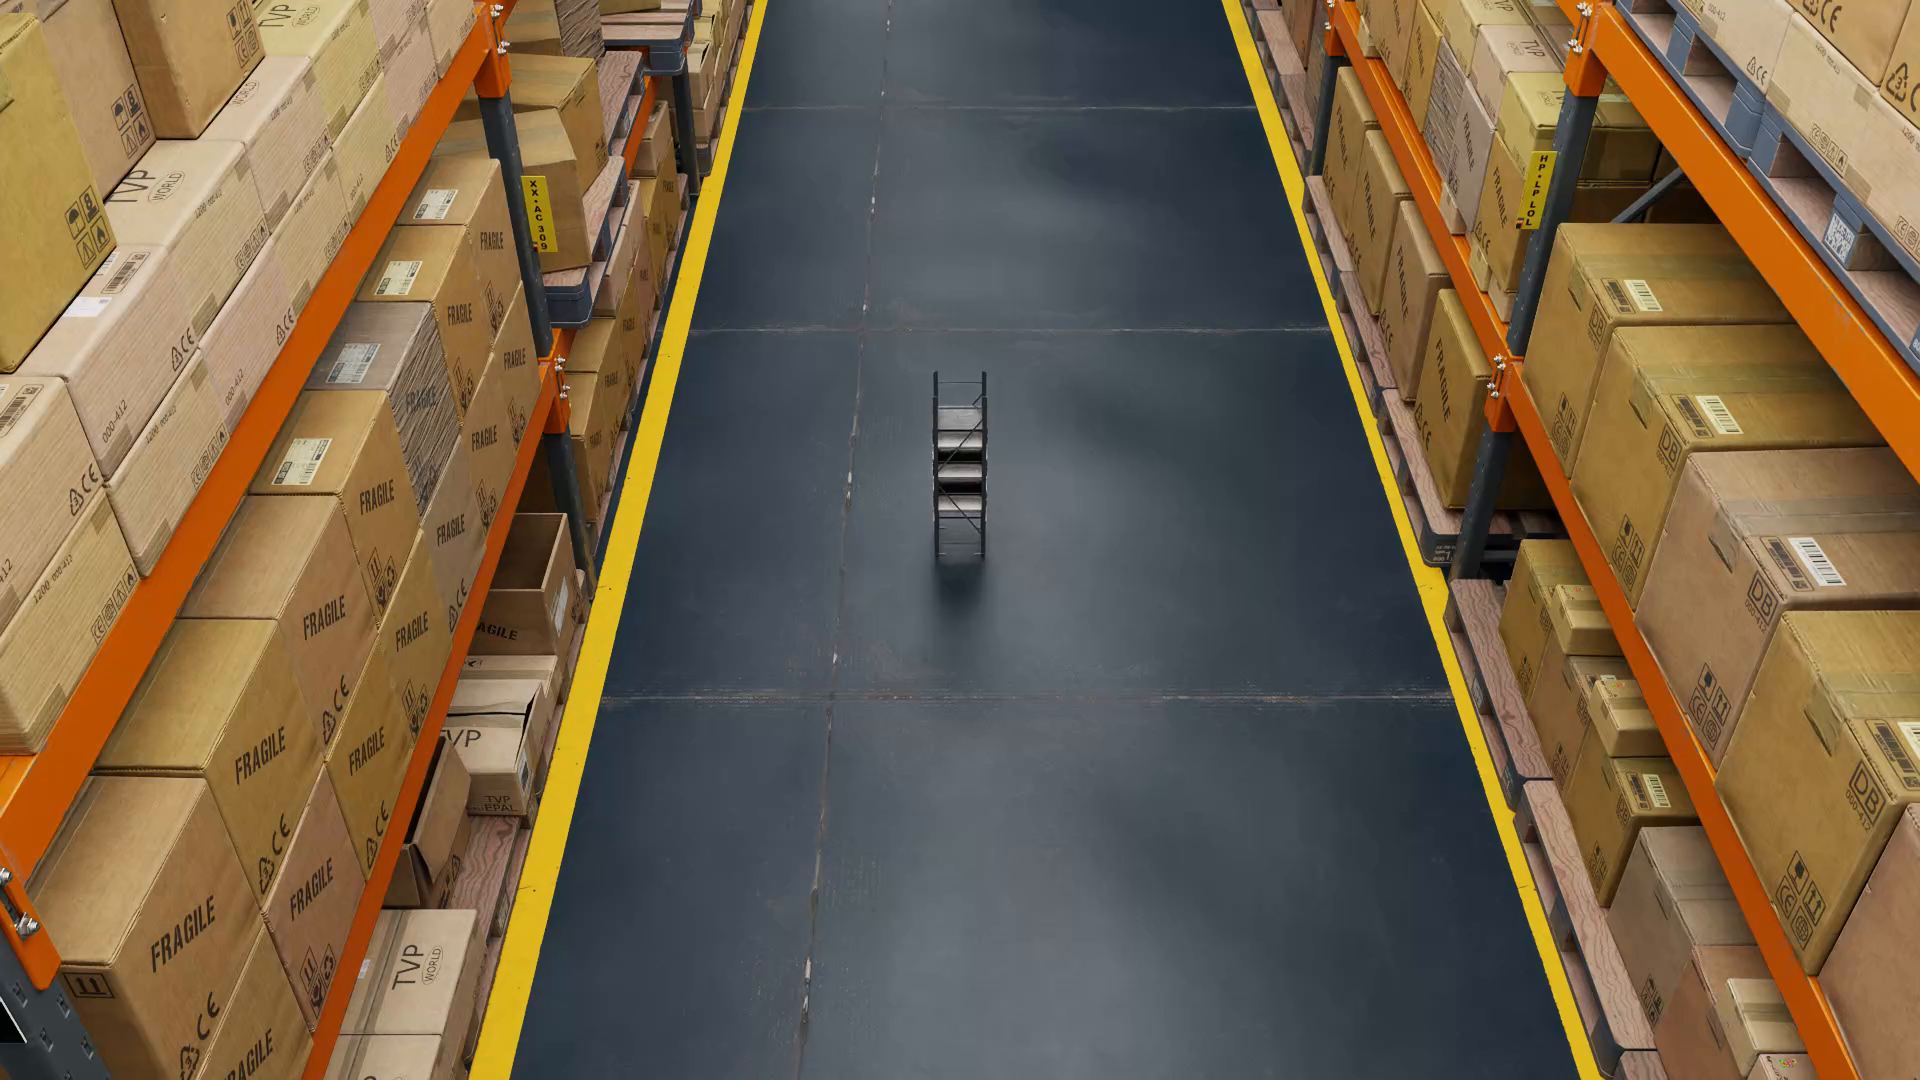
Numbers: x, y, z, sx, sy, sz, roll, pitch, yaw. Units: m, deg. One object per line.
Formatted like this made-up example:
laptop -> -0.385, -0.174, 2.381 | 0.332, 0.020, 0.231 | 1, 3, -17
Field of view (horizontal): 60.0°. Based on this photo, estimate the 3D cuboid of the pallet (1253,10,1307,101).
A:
pallet -> 2.765, -3.595, 12.313 | 1.003, 0.211, 1.213 | 0, 39, 0

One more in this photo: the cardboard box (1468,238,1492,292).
cardboard box -> 2.460, -1.211, 7.293 | 0.380, 0.149, 0.250 | 1, 39, 1

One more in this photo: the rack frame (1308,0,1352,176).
rack frame -> 2.763, -3.434, 9.882 | 1.000, 3.000, 0.127 | 0, 39, 0

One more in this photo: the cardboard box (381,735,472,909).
cardboard box -> -2.179, 1.051, 5.930 | 0.797, 0.503, 0.637 | 0, 39, 0

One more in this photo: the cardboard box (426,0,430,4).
cardboard box -> -1.914, -1.930, 5.326 | 0.500, 0.250, 0.500 | 0, 39, 0

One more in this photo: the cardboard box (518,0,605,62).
cardboard box -> -2.267, -2.665, 8.507 | 0.700, 0.500, 0.500 | 7, 39, 8

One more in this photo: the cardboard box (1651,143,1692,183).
cardboard box -> 3.027, -1.676, 6.755 | 0.500, 0.250, 0.500 | 1, 39, 1

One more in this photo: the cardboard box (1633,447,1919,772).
cardboard box -> 2.758, 0.201, 5.106 | 0.980, 0.700, 0.700 | -2, 39, -2

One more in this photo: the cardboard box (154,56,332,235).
cardboard box -> -1.919, -0.992, 4.156 | 0.500, 0.250, 0.500 | 0, 39, 0

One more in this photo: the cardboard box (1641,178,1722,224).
cardboard box -> 3.019, -1.383, 6.989 | 0.500, 0.500, 0.500 | -1, 39, -2

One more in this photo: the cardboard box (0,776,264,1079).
cardboard box -> -1.919, 0.868, 3.634 | 0.500, 0.500, 0.500 | 1, 39, 1

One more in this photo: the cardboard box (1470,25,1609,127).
cardboard box -> 2.520, -2.000, 7.159 | 0.500, 0.250, 0.500 | 1, 39, 1

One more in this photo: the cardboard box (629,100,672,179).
cardboard box -> -1.951, -2.297, 9.511 | 0.500, 0.250, 0.500 | 1, 39, 2

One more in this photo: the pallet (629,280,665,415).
pallet -> -2.229, -1.112, 9.214 | 1.003, 0.211, 1.213 | 0, 39, 0

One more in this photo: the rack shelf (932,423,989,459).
rack shelf -> 0.000, -0.461, 7.616 | 0.258, 0.077, 0.200 | 0, 39, 0

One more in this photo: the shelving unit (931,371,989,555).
shelving unit -> 0.000, -0.346, 7.708 | 0.258, 0.900, 0.210 | 0, 39, 0

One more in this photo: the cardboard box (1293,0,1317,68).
cardboard box -> 2.797, -3.713, 11.878 | 0.700, 0.500, 0.500 | 0, 39, 0

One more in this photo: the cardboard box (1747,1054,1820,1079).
cardboard box -> 2.489, 1.609, 4.733 | 0.380, 0.149, 0.250 | 0, 39, -1

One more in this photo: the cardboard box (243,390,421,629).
cardboard box -> -1.924, -0.090, 4.829 | 0.500, 0.500, 0.500 | 0, 39, 0

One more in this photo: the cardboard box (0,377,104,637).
cardboard box -> -1.922, -0.054, 2.985 | 0.500, 0.250, 0.500 | 0, 39, 0

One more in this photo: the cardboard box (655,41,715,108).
cardboard box -> -1.898, -3.065, 10.837 | 0.500, 0.311, 0.500 | 1, 39, 1

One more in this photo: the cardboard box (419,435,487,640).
cardboard box -> -1.924, -0.010, 5.529 | 0.500, 0.500, 0.500 | 1, 39, 1

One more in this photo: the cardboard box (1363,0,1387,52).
cardboard box -> 2.499, -2.965, 8.963 | 0.500, 0.500, 0.500 | 1, 39, 1

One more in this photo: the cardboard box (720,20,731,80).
cardboard box -> -1.906, -3.486, 11.810 | 0.500, 0.250, 0.500 | -1, 39, -1

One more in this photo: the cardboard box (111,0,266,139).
cardboard box -> -2.129, -1.284, 3.921 | 0.700, 0.500, 0.500 | 0, 39, 0

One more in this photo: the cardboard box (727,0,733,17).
cardboard box -> -1.906, -4.034, 12.046 | 0.500, 0.311, 0.500 | 0, 39, -1

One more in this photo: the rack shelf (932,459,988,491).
rack shelf -> 0.000, -0.320, 7.729 | 0.258, 0.077, 0.200 | 0, 39, 0

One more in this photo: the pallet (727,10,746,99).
pallet -> -2.151, -3.616, 12.339 | 1.003, 0.211, 1.213 | 0, 39, 0

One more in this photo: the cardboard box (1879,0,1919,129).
cardboard box -> 2.500, -1.135, 3.719 | 0.500, 0.500, 0.500 | -2, 39, -2

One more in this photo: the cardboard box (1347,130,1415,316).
cardboard box -> 2.627, -1.751, 9.165 | 0.750, 0.750, 0.750 | 0, 39, 0

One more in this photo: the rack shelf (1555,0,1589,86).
rack shelf -> 2.765, -3.073, 7.608 | 1.077, 0.370, 4.000 | 0, 39, 0

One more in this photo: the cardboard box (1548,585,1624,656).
cardboard box -> 2.484, 0.308, 6.357 | 0.380, 0.149, 0.250 | 1, 39, 1

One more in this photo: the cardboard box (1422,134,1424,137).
cardboard box -> 2.544, -2.178, 8.500 | 0.380, 0.149, 0.250 | 0, 39, 0

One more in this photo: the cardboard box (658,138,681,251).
cardboard box -> -1.955, -2.040, 9.789 | 0.500, 0.500, 0.500 | 1, 39, 2

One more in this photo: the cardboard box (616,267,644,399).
cardboard box -> -1.948, -1.072, 8.581 | 0.500, 0.500, 0.500 | 0, 39, 0

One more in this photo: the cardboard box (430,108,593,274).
cardboard box -> -1.963, -1.426, 6.960 | 0.700, 0.500, 0.500 | -13, 40, -15

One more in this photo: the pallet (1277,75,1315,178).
pallet -> 2.763, -2.834, 11.364 | 1.003, 0.211, 1.213 | 0, 39, 0

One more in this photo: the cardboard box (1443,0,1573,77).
cardboard box -> 2.519, -2.319, 7.557 | 0.500, 0.250, 0.500 | 1, 39, 1

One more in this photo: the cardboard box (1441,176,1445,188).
cardboard box -> 2.512, -1.691, 7.892 | 0.380, 0.149, 0.250 | 0, 39, 0

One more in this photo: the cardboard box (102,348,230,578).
cardboard box -> -1.916, -0.171, 3.532 | 0.500, 0.250, 0.500 | 0, 39, 0

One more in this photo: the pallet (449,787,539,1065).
pallet -> -2.182, 1.356, 6.135 | 1.003, 0.211, 1.213 | 0, 39, 0

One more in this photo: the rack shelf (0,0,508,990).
rack shelf -> -2.184, -0.566, 4.479 | 1.077, 0.370, 4.000 | 0, 39, 0

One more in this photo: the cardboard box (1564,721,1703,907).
cardboard box -> 2.661, 0.982, 6.035 | 0.700, 0.500, 0.500 | 1, 39, 1

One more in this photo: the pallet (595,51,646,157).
pallet -> -2.184, -2.137, 8.417 | 1.003, 0.211, 1.213 | 0, 39, 0

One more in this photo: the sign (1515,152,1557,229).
sign -> 2.225, -1.347, 6.415 | 0.100, 0.325, 0.005 | 0, 39, 0

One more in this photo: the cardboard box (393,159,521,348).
cardboard box -> -1.927, -1.040, 6.015 | 0.500, 0.500, 0.500 | 0, 39, 0

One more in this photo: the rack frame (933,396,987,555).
rack frame -> 0.000, -0.282, 7.628 | 0.240, 0.900, 0.006 | 0, 39, 0

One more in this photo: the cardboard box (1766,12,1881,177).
cardboard box -> 2.499, -1.176, 4.369 | 0.500, 0.250, 0.500 | -1, 39, -1

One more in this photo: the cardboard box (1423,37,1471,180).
cardboard box -> 2.512, -2.017, 7.780 | 0.500, 0.500, 0.500 | 0, 39, 0

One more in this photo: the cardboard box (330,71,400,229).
cardboard box -> -1.921, -1.109, 4.702 | 0.500, 0.250, 0.500 | 0, 39, 0

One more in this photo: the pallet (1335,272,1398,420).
pallet -> 2.687, -1.092, 9.189 | 1.003, 0.211, 1.213 | 0, 39, 0

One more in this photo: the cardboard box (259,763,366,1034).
cardboard box -> -1.924, 0.935, 4.350 | 0.500, 0.500, 0.500 | 0, 39, 0

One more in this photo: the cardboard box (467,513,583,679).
cardboard box -> -1.902, 0.233, 6.953 | 0.500, 0.500, 0.500 | 0, 39, 0

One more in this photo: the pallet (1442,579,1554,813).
pallet -> 2.690, 0.631, 7.039 | 1.003, 0.211, 1.213 | 0, 39, 0
